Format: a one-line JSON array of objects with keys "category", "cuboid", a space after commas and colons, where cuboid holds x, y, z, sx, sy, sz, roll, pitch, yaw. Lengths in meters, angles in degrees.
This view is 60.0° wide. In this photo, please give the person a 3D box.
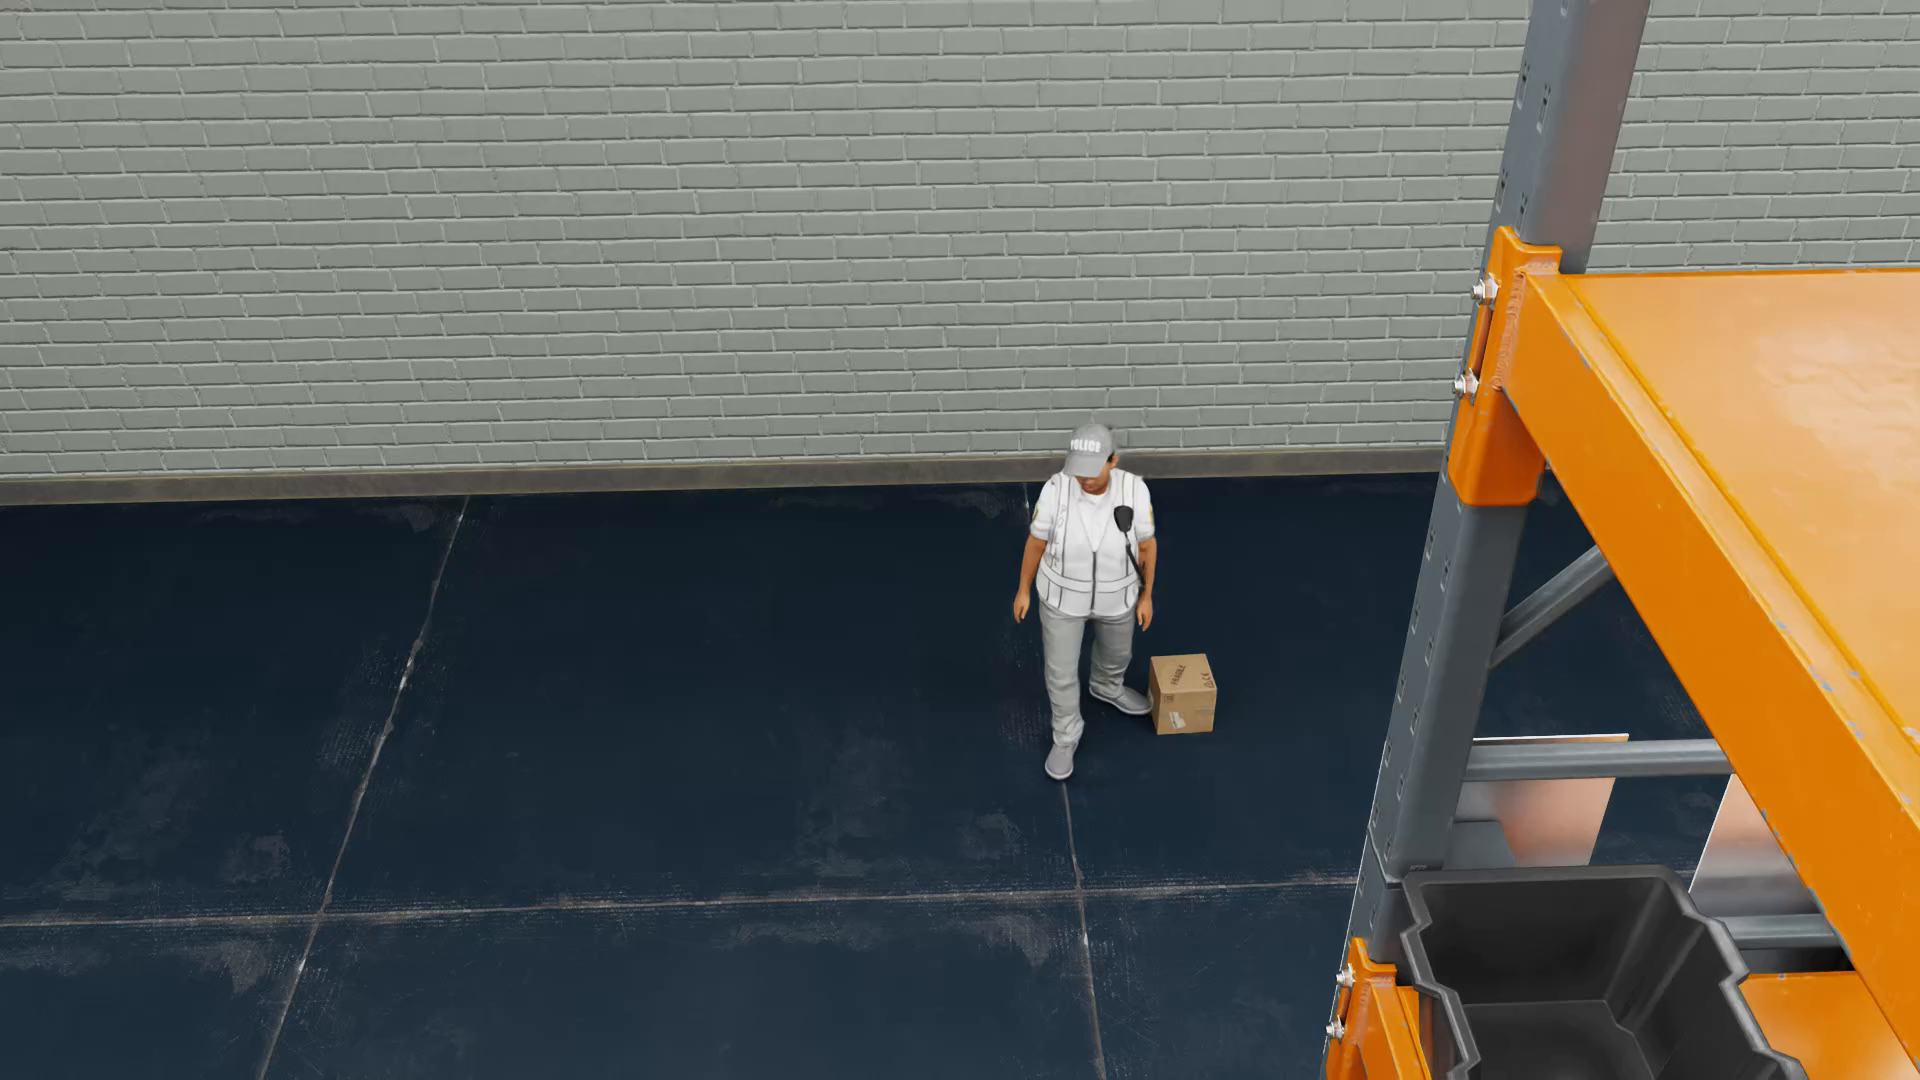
[{"category": "person", "cuboid": [0.547, 0.199, 6.911, 0.645, 1.649, 0.596, -1, 35, -1]}]
